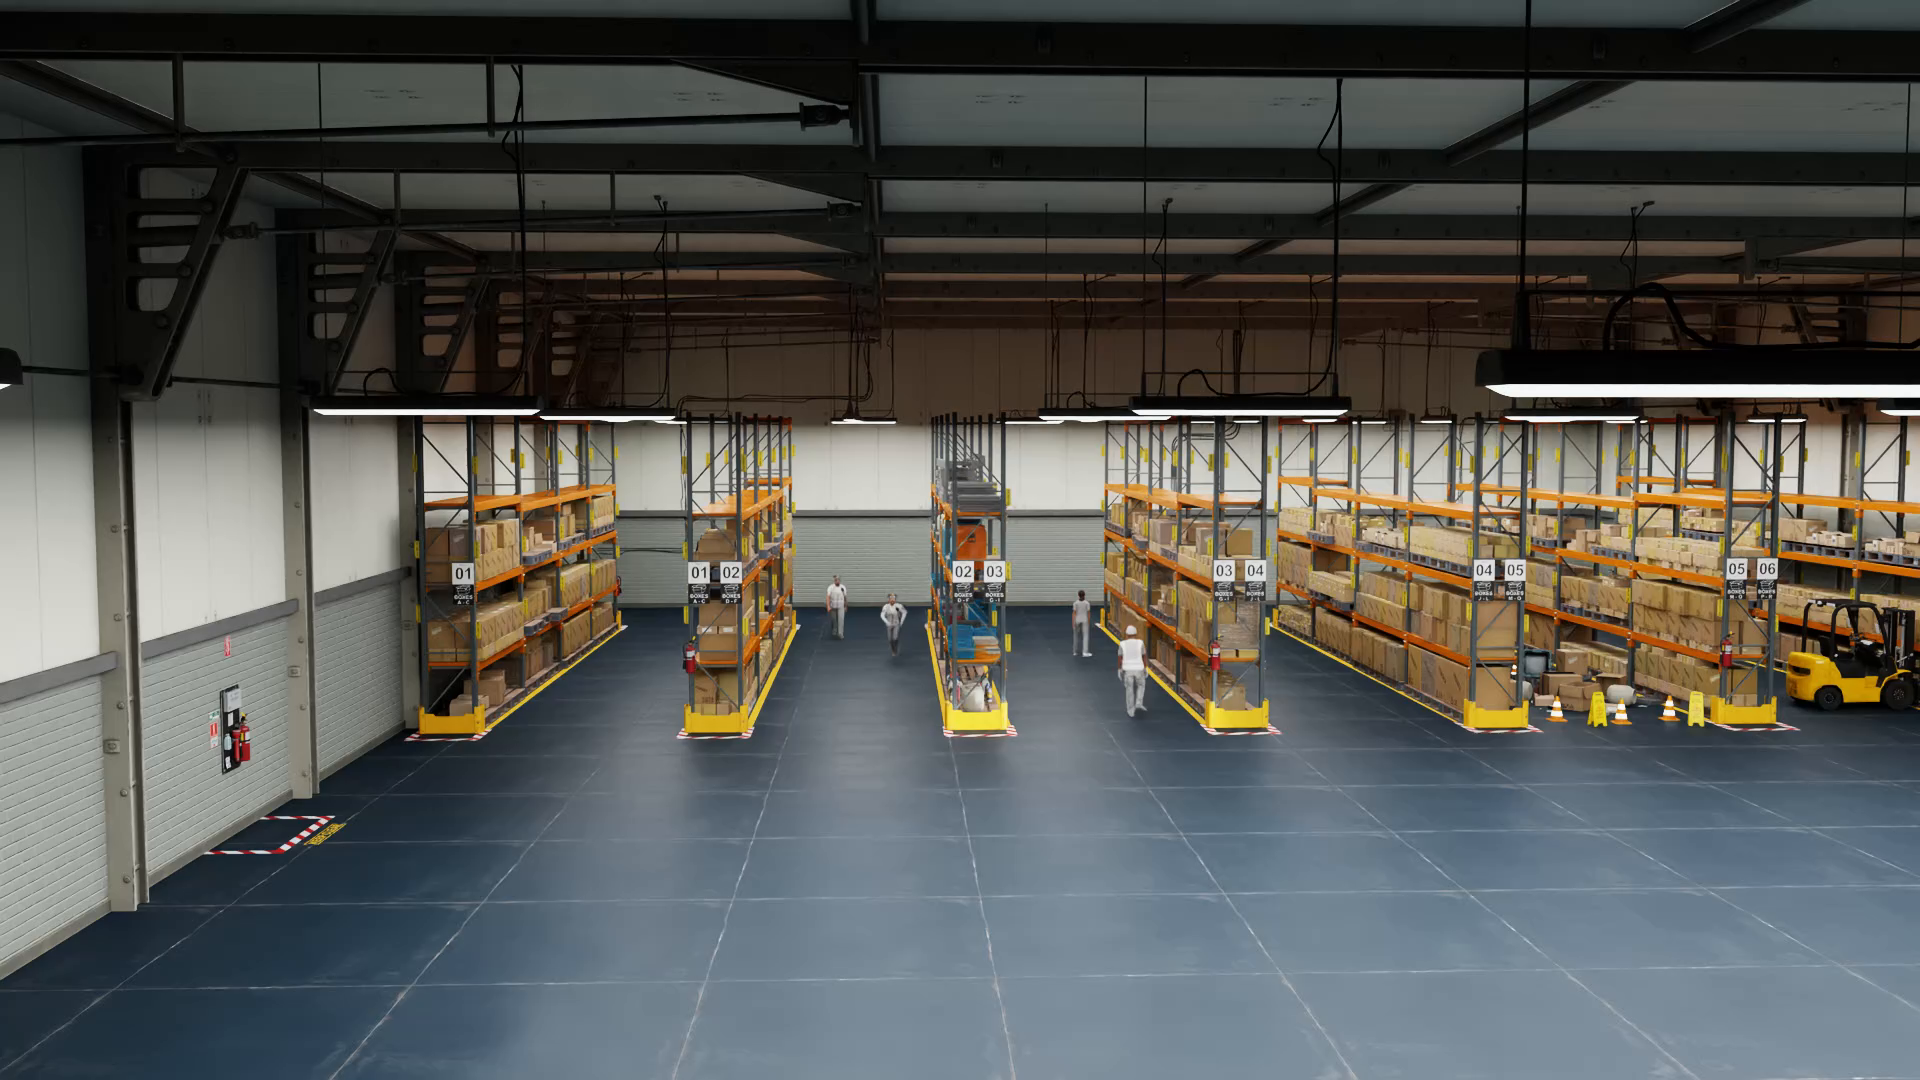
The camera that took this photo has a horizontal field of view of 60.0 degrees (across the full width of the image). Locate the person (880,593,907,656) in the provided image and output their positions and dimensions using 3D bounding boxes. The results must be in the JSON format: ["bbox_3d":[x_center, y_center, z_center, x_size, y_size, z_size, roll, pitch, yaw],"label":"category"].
[{"bbox_3d":[-1.650,2.107,41.336,0.604,1.617,0.714,1,4,10],"label":"person"}]

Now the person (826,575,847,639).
[{"bbox_3d":[-3.341,1.789,45.040,0.564,1.714,1.099,0,4,-6],"label":"person"}]

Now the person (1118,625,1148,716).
[{"bbox_3d":[3.423,2.587,32.946,0.598,1.775,0.492,0,4,7],"label":"person"}]

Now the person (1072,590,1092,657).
[{"bbox_3d":[3.044,2.072,41.533,0.493,1.662,0.747,0,4,0],"label":"person"}]
